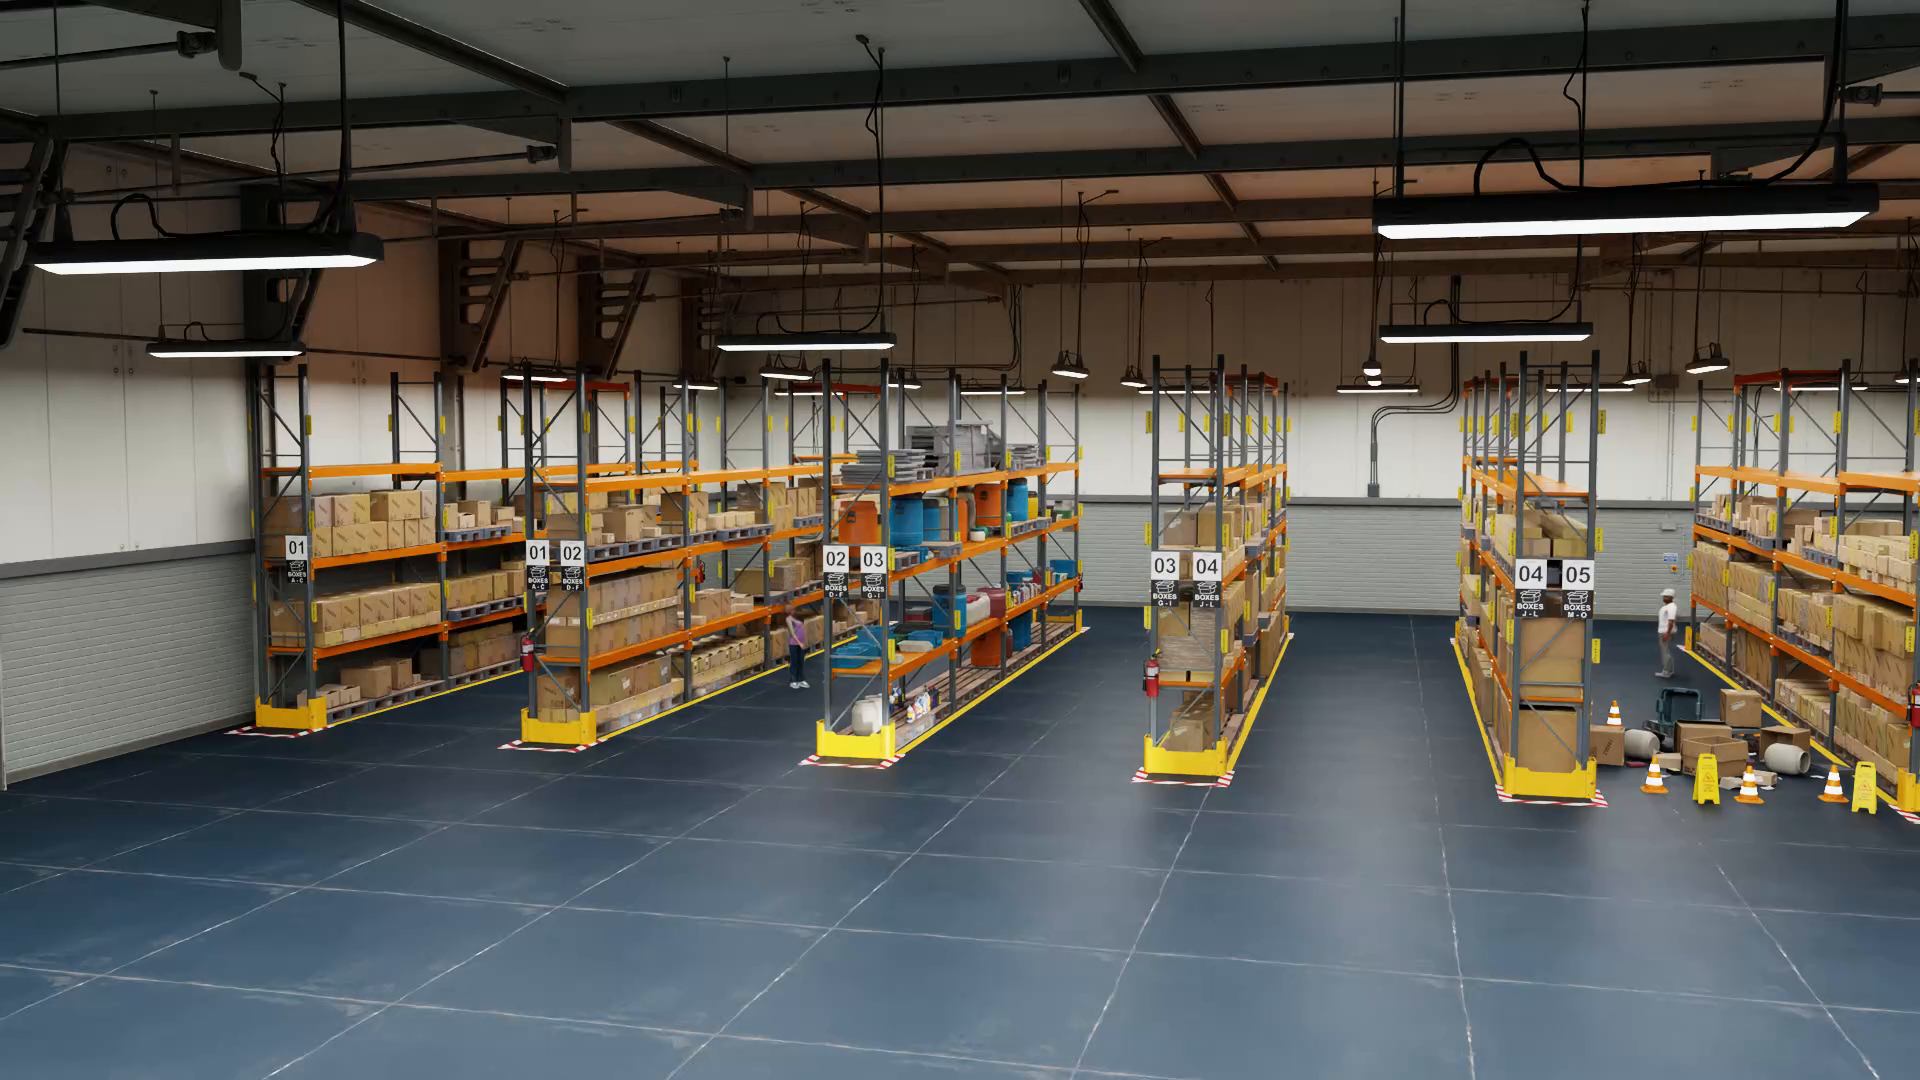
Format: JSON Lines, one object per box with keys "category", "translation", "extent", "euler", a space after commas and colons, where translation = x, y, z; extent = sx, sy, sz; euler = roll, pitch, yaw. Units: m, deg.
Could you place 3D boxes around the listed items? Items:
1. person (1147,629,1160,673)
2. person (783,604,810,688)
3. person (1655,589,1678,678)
{"category": "person", "translation": [4.099, 1.859, 33.813], "extent": [0.567, 1.623, 1.014], "euler": [1, 4, 19]}
{"category": "person", "translation": [-3.064, 2.012, 31.484], "extent": [0.537, 1.595, 0.493], "euler": [3, 5, 33]}
{"category": "person", "translation": [14.030, 1.862, 33.031], "extent": [0.458, 1.791, 0.615], "euler": [3, 5, 41]}
